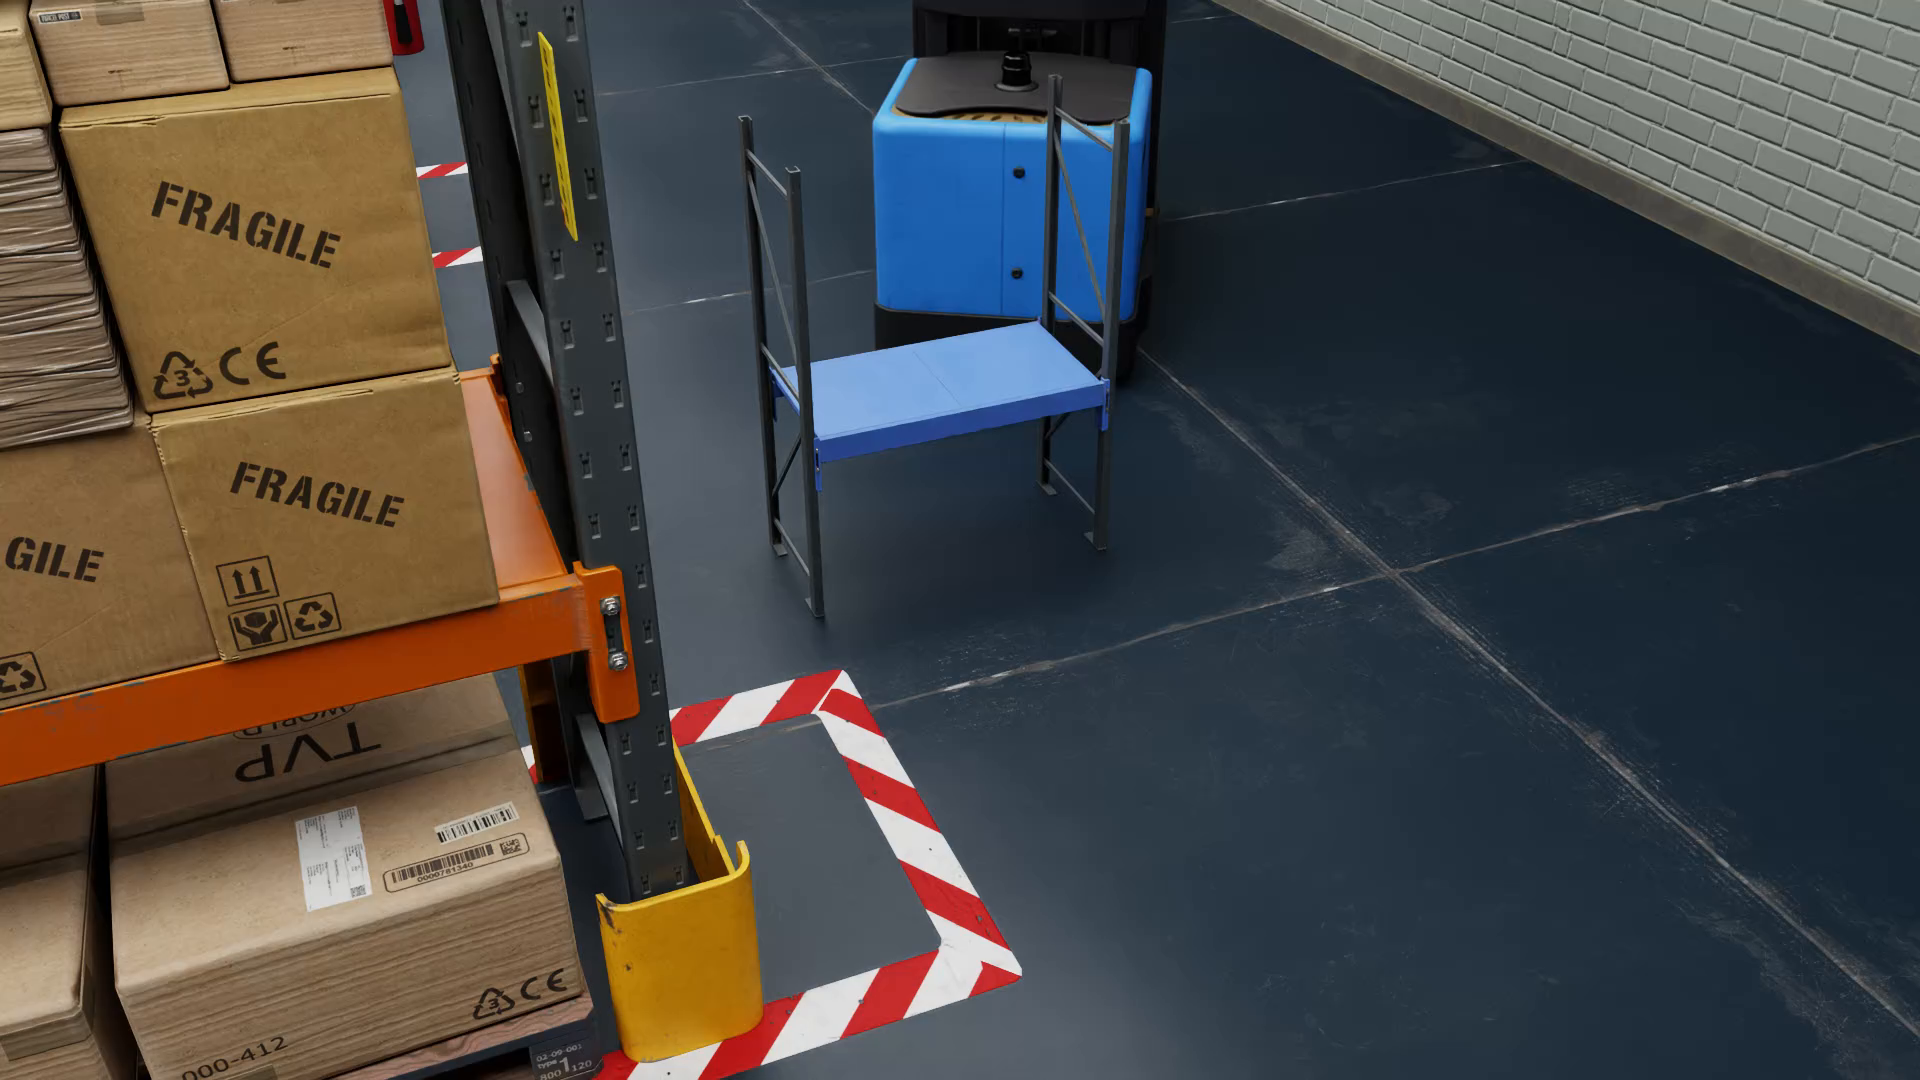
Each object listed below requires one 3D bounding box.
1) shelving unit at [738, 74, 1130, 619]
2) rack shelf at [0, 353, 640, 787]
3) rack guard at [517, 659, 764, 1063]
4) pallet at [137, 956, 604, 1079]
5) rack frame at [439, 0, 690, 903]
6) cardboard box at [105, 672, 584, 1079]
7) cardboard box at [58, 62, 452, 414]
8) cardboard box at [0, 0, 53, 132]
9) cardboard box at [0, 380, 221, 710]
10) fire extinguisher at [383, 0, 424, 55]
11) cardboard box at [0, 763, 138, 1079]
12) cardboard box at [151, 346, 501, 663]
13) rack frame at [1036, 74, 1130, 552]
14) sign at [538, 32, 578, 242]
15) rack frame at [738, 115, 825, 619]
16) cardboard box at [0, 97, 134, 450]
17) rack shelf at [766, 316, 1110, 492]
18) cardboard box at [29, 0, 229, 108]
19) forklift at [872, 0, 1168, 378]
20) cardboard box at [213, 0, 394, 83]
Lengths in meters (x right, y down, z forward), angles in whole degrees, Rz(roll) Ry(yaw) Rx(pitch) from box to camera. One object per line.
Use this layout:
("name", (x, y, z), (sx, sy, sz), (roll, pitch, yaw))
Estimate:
("shelving unit", (-0.079, -0.611, 5.313), (1.048, 1.500, 0.538), (-13, 35, -19))
("rack shelf", (-2.703, 0.372, 3.087), (4.000, 0.370, 1.077), (-13, 35, -19))
("rack guard", (-0.837, 0.691, 4.230), (0.348, 0.500, 1.175), (-13, 35, -19))
("pallet", (-1.566, 1.025, 3.981), (1.213, 0.211, 1.003), (-13, 35, -19))
("rack frame", (-0.859, -0.352, 3.540), (0.127, 3.000, 1.000), (-13, 35, -19))
("cardboard box", (-1.428, 0.736, 3.833), (0.875, 0.438, 0.875), (-14, 36, -21))
("cardboard box", (-1.211, -0.591, 2.900), (0.500, 0.500, 0.500), (-12, 35, -17))
("cardboard box", (-1.542, -0.746, 2.542), (0.250, 0.149, 0.380), (-13, 35, -19))
("cardboard box", (-1.670, -0.060, 3.001), (0.500, 0.500, 0.500), (-14, 35, -20))
("fire extinguisher", (-2.457, -2.452, 7.181), (0.183, 0.674, 0.296), (-13, 35, -19))
("cardboard box", (-2.269, 0.933, 3.529), (0.875, 0.438, 0.875), (-12, 35, -18))
("cardboard box", (-1.201, -0.159, 3.152), (0.500, 0.500, 0.500), (-13, 35, -19))
("rack frame", (0.390, -0.718, 5.478), (0.032, 1.500, 0.500), (-13, 35, -19))
("sign", (-0.661, -0.660, 2.736), (0.005, 0.325, 0.100), (-13, 35, -19))
("rack frame", (-0.547, -0.503, 5.148), (0.032, 1.500, 0.500), (-13, 35, -19))
("cardboard box", (-1.682, -0.466, 2.707), (0.500, 0.500, 0.500), (-13, 35, -19))
("rack shelf", (-0.079, -0.460, 5.411), (1.000, 0.185, 0.538), (-13, 35, -19))
("cardboard box", (-1.337, -0.842, 2.691), (0.250, 0.149, 0.380), (-12, 35, -18))
("forklift", (0.375, -2.658, 7.147), (1.130, 2.935, 3.031), (4, 33, 7))
("cardboard box", (-1.112, -0.908, 2.792), (0.250, 0.149, 0.380), (-12, 35, -18))
